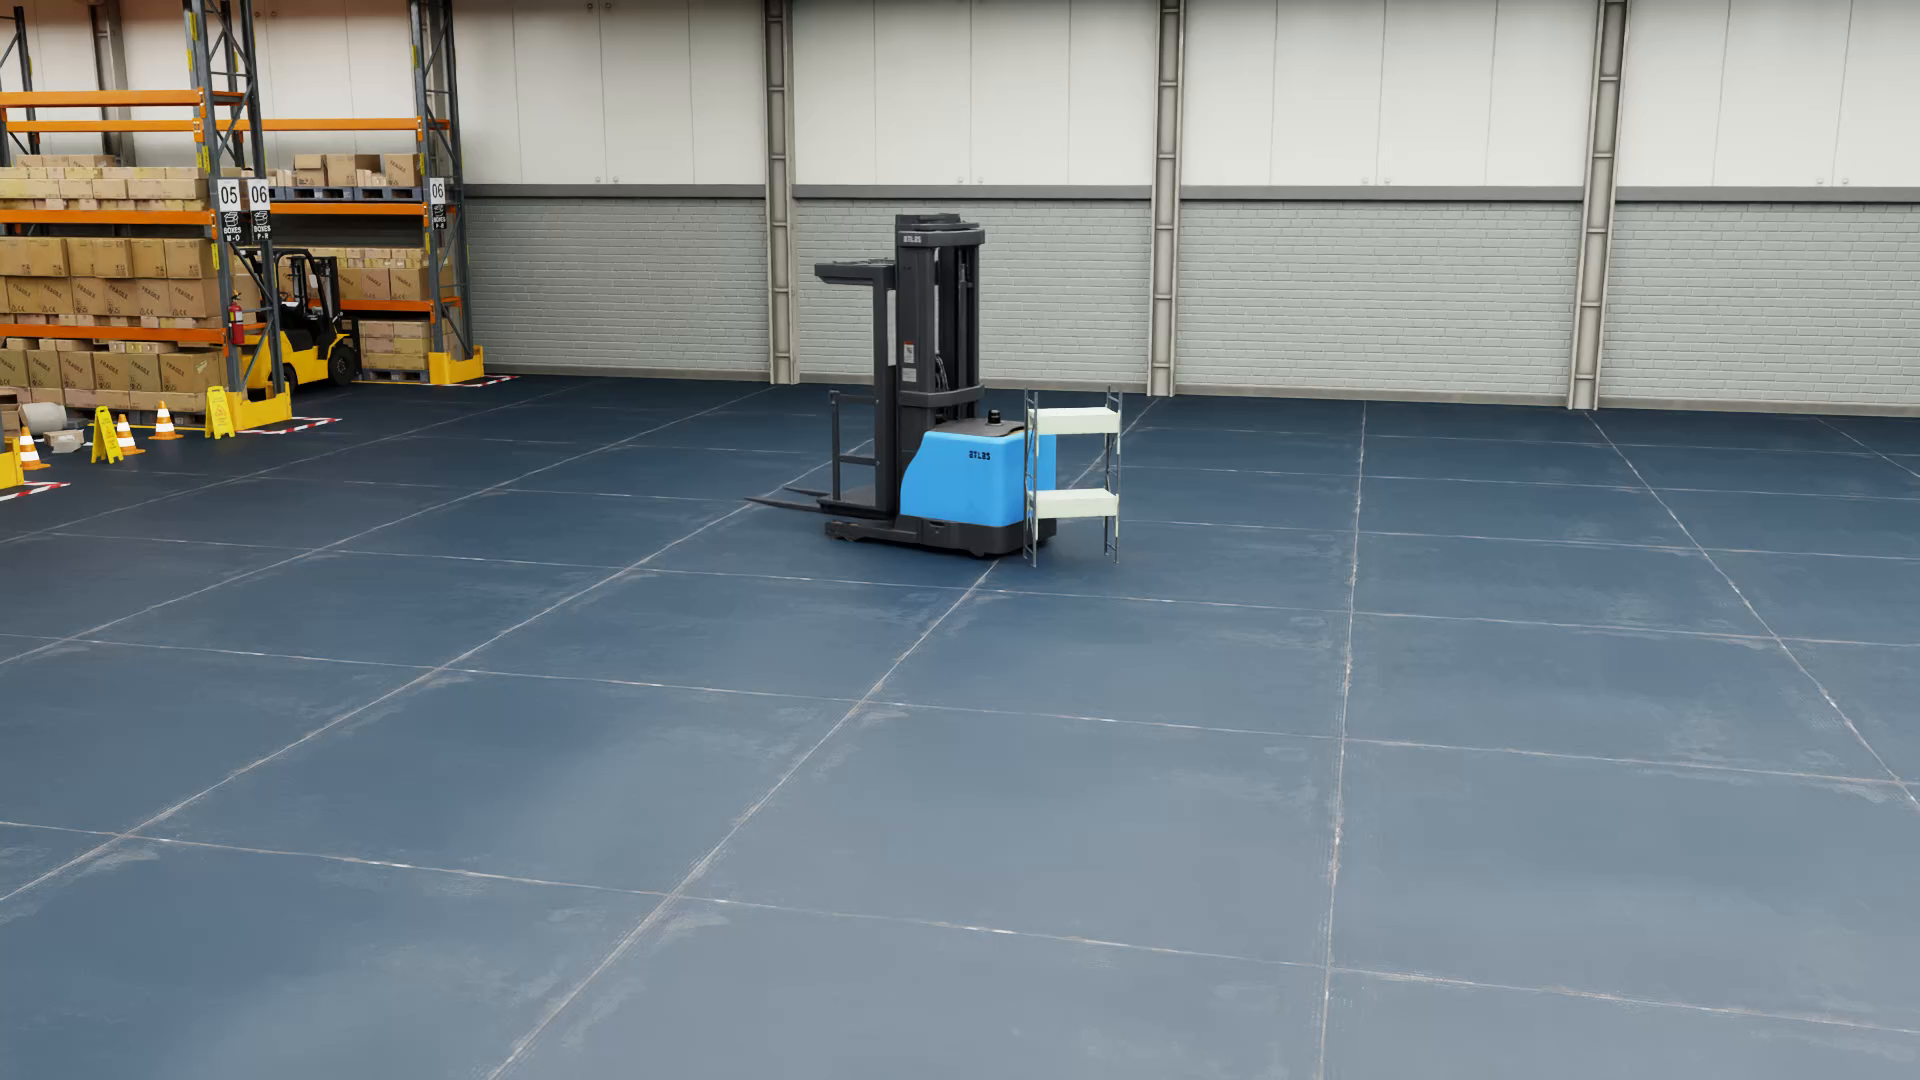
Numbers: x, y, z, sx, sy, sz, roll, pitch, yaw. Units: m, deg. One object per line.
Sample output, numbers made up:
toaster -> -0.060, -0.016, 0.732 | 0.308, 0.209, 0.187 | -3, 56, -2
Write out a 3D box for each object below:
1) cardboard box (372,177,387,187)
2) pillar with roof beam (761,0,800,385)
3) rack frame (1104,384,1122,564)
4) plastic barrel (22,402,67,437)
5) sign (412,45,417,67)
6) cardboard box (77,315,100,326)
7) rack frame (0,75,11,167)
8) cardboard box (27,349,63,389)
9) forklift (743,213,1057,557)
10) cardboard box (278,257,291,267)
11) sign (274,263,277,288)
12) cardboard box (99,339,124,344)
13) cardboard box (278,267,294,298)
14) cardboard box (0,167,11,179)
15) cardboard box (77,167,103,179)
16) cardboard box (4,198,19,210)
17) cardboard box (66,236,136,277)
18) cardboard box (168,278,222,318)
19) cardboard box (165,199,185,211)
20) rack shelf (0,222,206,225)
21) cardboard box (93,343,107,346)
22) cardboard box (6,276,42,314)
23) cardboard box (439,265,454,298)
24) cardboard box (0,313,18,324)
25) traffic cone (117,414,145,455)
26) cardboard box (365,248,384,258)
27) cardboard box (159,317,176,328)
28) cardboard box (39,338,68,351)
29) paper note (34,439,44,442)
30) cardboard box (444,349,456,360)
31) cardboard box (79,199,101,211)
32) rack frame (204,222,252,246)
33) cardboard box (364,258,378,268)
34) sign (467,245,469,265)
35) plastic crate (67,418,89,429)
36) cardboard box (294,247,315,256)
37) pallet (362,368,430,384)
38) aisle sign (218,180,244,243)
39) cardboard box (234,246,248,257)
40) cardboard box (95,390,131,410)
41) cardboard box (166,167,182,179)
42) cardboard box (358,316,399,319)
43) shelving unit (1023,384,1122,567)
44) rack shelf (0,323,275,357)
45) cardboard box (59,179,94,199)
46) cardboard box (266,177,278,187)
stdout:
cardboard box -> -9.029, -5.629, 26.135 | 0.250, 0.149, 0.380 | 3, 13, 12
pillar with roof beam -> -3.818, -5.992, 21.467 | 0.400, 9.000, 9.100 | 3, 13, 14
rack frame -> 1.319, -0.571, 14.345 | 0.023, 1.500, 0.400 | -2, 13, -11
plastic barrel -> -11.706, -1.542, 21.205 | 0.512, 0.421, 0.421 | -9, 15, -35
sign -> -8.296, -7.365, 25.313 | 0.005, 0.325, 0.100 | 3, 13, 14
cardboard box -> -11.501, -2.936, 22.122 | 0.250, 0.149, 0.380 | 3, 13, 13
rack frame -> -13.221, -6.147, 22.164 | 0.127, 3.000, 1.000 | 3, 13, 14
cardboard box -> -12.191, -2.334, 22.476 | 0.500, 0.500, 0.500 | 4, 13, 16
forklift -> -0.640, -1.504, 15.245 | 3.031, 2.935, 1.130 | 8, 15, 32
cardboard box -> -10.802, -4.493, 26.830 | 0.250, 0.149, 0.380 | 3, 13, 13
sign -> -9.208, -3.547, 22.298 | 0.005, 0.325, 0.100 | 3, 13, 14
cardboard box -> -14.027, -3.413, 28.205 | 0.625, 0.625, 0.875 | 3, 13, 11
cardboard box -> -10.666, -4.183, 26.933 | 0.500, 0.500, 0.500 | 3, 13, 13
cardboard box -> -12.480, -4.841, 21.943 | 0.250, 0.149, 0.380 | 3, 13, 12
cardboard box -> -11.234, -4.770, 21.620 | 0.250, 0.149, 0.380 | 3, 13, 15
cardboard box -> -12.469, -4.477, 22.143 | 0.250, 0.149, 0.380 | 3, 13, 14
cardboard box -> -11.346, -3.761, 22.034 | 0.500, 0.500, 0.700 | 3, 13, 13
cardboard box -> -9.931, -3.175, 21.700 | 0.500, 0.500, 0.500 | 3, 13, 13
cardboard box -> -10.001, -4.318, 21.425 | 0.250, 0.149, 0.380 | 3, 13, 14
rack shelf -> -13.977, -5.479, 27.740 | 4.000, 0.370, 1.077 | 3, 13, 14
cardboard box -> -12.088, -2.447, 22.983 | 0.500, 0.500, 0.500 | 3, 13, 15
cardboard box -> -12.368, -3.310, 22.308 | 0.500, 0.500, 0.500 | 3, 13, 13
cardboard box -> -8.567, -4.187, 26.952 | 0.500, 0.500, 0.500 | 3, 13, 15
cardboard box -> -12.735, -3.009, 22.453 | 0.250, 0.149, 0.380 | 3, 13, 15
traffic cone -> -10.000, -1.272, 19.899 | 0.334, 0.463, 0.336 | 3, 13, 14
cardboard box -> -9.282, -4.582, 26.547 | 0.250, 0.149, 0.380 | 3, 13, 14
cardboard box -> -10.268, -2.870, 21.824 | 0.250, 0.149, 0.380 | 3, 13, 13
cardboard box -> -12.107, -2.631, 22.316 | 0.250, 0.149, 0.380 | 4, 13, 16
paper note -> -11.521, -1.262, 20.876 | 0.142, 0.019, 0.148 | 8, 15, 33
cardboard box -> -8.582, -2.984, 27.136 | 0.500, 0.250, 0.500 | 3, 13, 14
cardboard box -> -11.253, -4.382, 21.715 | 0.250, 0.149, 0.380 | 3, 13, 13
rack frame -> -12.036, -4.262, 27.519 | 0.127, 3.000, 1.000 | 3, 13, 14
cardboard box -> -9.286, -4.428, 26.537 | 0.250, 0.149, 0.380 | 3, 13, 13
sign -> -8.013, -4.632, 27.006 | 0.005, 0.325, 0.100 | 3, 13, 14
plastic crate -> -11.893, -1.539, 21.985 | 0.583, 0.080, 0.402 | -1, 13, -6
cardboard box -> -10.528, -4.644, 26.824 | 0.250, 0.149, 0.380 | 3, 13, 13
pallet -> -8.905, -2.724, 27.024 | 1.213, 0.211, 1.003 | 3, 13, 14
aisle sign -> -9.347, -4.215, 21.307 | 0.004, 0.787, 0.394 | 3, 13, 14
cardboard box -> -11.797, -4.694, 27.050 | 0.250, 0.149, 0.380 | 3, 13, 15
cardboard box -> -11.197, -1.913, 22.310 | 0.500, 0.250, 0.500 | 3, 13, 12
cardboard box -> -9.978, -4.718, 21.390 | 0.250, 0.149, 0.380 | 3, 13, 15
cardboard box -> -9.542, -3.523, 27.260 | 0.500, 0.250, 0.500 | 3, 13, 13
shelving unit -> 0.960, -0.556, 14.278 | 0.755, 1.500, 0.431 | -2, 13, -11
rack shelf -> -11.279, -2.763, 22.423 | 4.000, 0.370, 1.077 | 3, 13, 14
cardboard box -> -11.383, -4.595, 21.753 | 0.500, 0.250, 0.500 | 3, 13, 14
cardboard box -> -10.927, -5.731, 26.592 | 0.250, 0.149, 0.380 | 3, 13, 15
